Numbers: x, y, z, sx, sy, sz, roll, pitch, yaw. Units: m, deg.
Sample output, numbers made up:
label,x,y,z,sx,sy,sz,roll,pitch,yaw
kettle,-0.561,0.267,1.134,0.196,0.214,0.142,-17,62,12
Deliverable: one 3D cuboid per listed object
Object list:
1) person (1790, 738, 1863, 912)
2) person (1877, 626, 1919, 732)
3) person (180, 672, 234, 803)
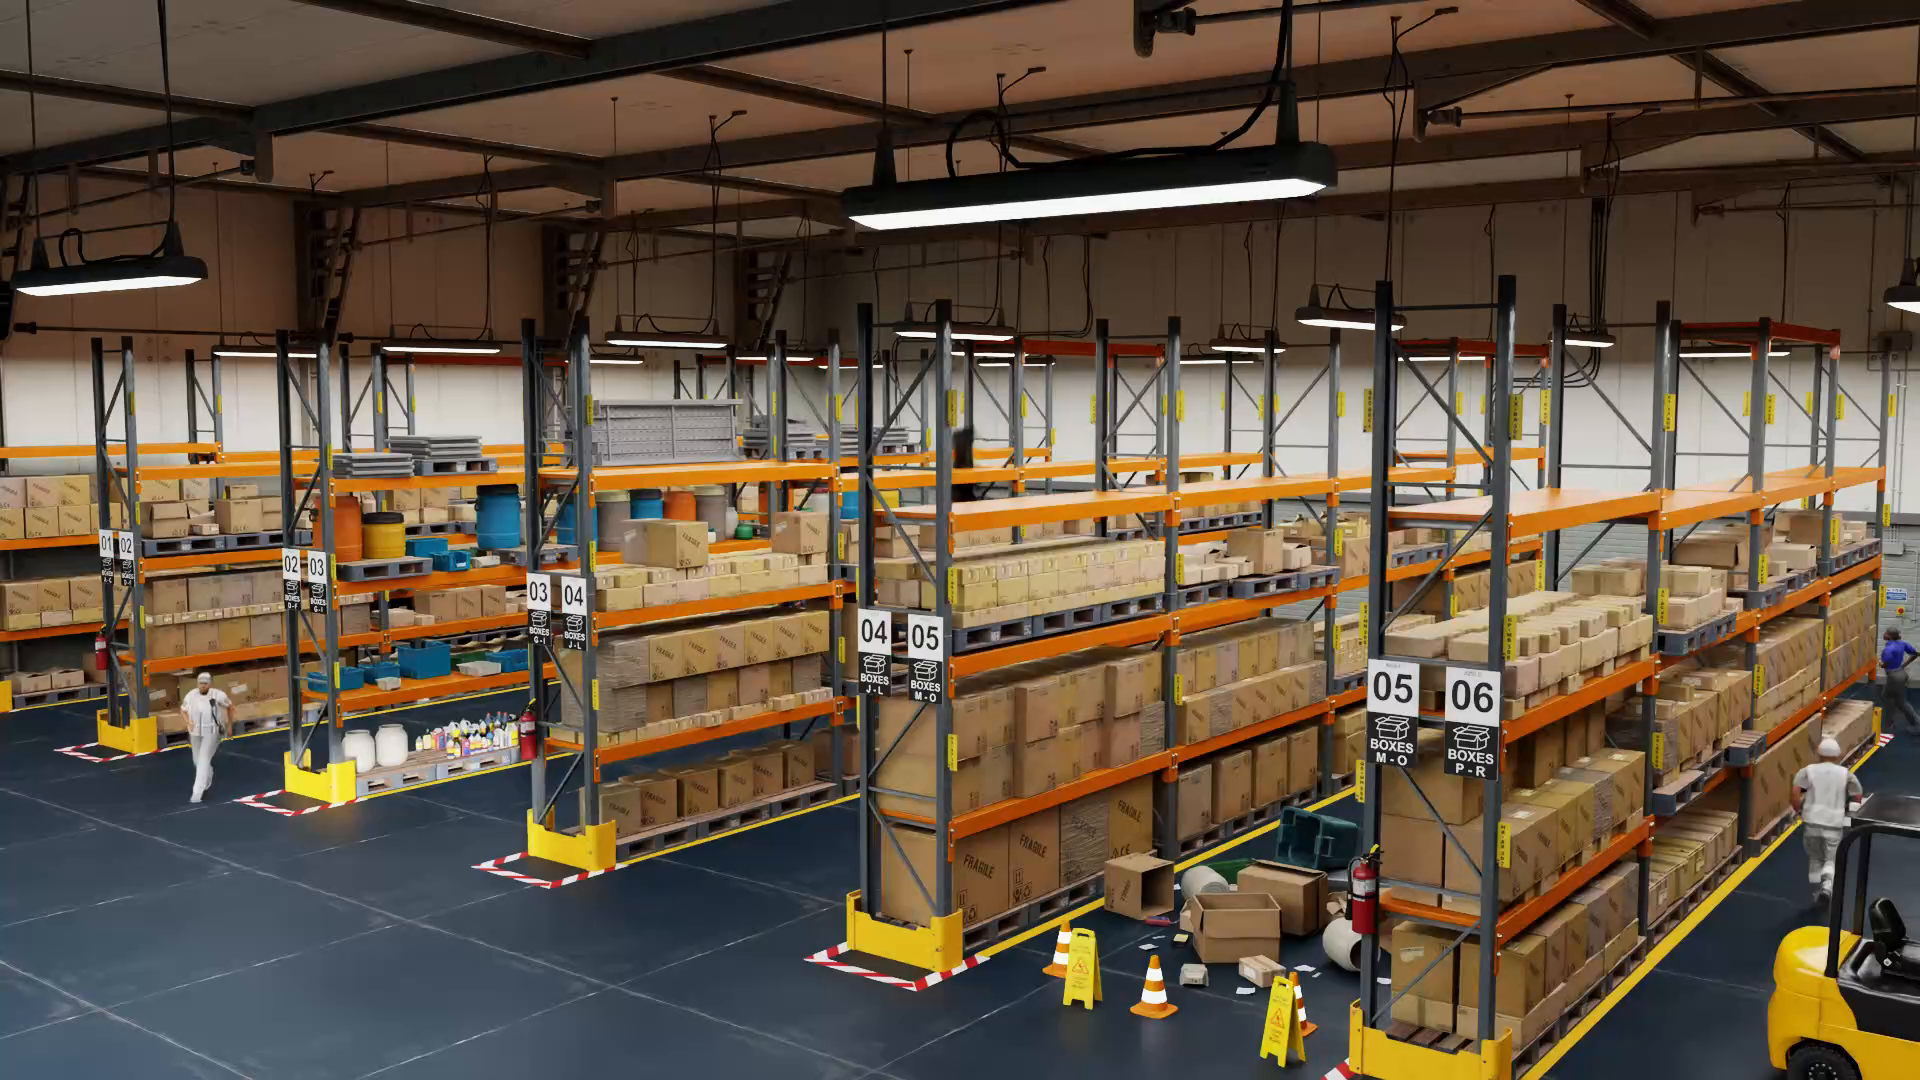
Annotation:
label,x,y,z,sx,sy,sz,roll,pitch,yaw
person,8.650,2.867,16.620,0.651,1.737,0.790,3,6,33
person,14.300,2.168,25.309,0.600,1.704,0.684,-4,6,-39
person,-9.687,2.496,21.449,0.608,1.653,0.822,0,5,-3
